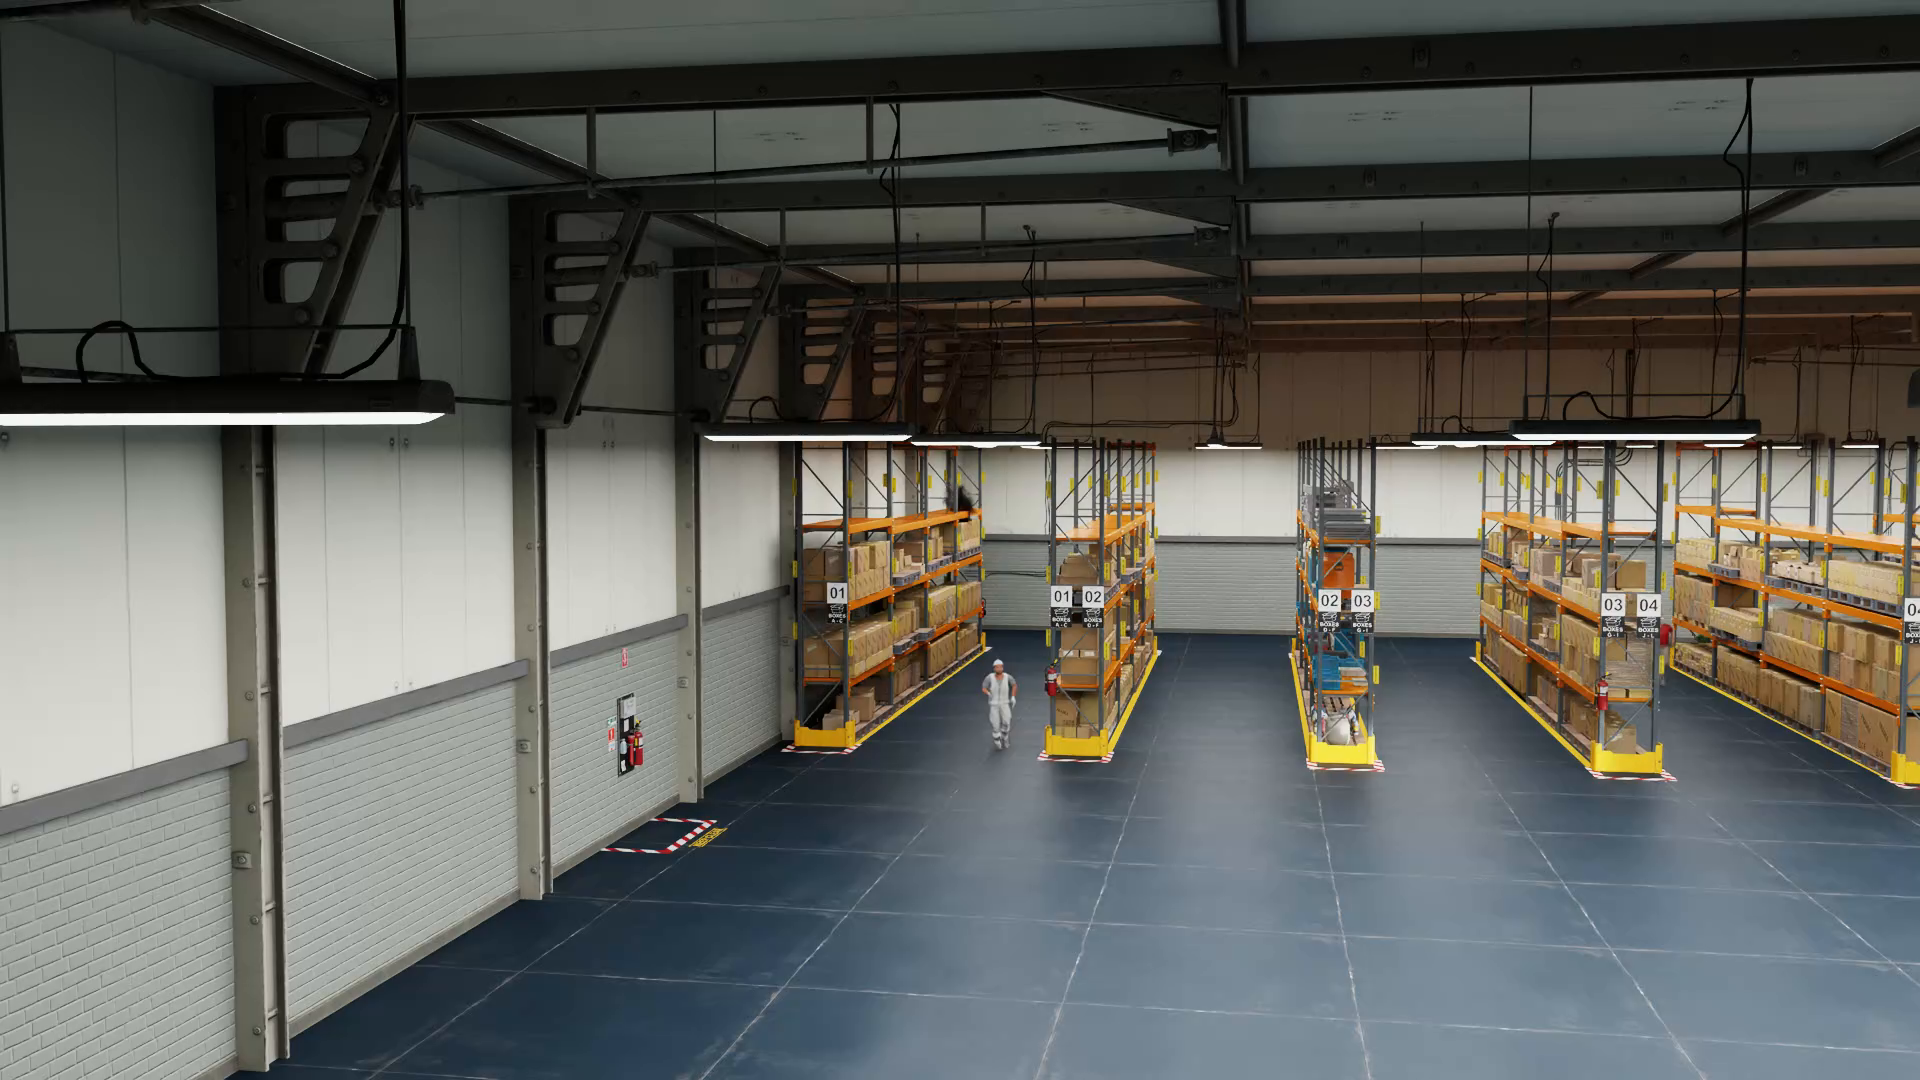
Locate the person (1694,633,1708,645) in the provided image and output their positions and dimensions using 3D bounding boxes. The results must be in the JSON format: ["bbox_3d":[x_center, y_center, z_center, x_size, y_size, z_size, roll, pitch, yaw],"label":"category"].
[{"bbox_3d":[20.536,2.418,45.702,0.657,1.758,0.642,0,3,9],"label":"person"}]

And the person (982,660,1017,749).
[{"bbox_3d":[0.746,3.154,31.828,0.652,1.735,0.702,0,3,-1],"label":"person"}]

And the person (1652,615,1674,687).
[{"bbox_3d":[17.193,2.713,40.848,0.673,1.779,0.913,1,3,17],"label":"person"}]

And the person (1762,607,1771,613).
[{"bbox_3d":[20.811,2.590,42.917,0.665,1.754,0.719,1,3,14],"label":"person"}]
